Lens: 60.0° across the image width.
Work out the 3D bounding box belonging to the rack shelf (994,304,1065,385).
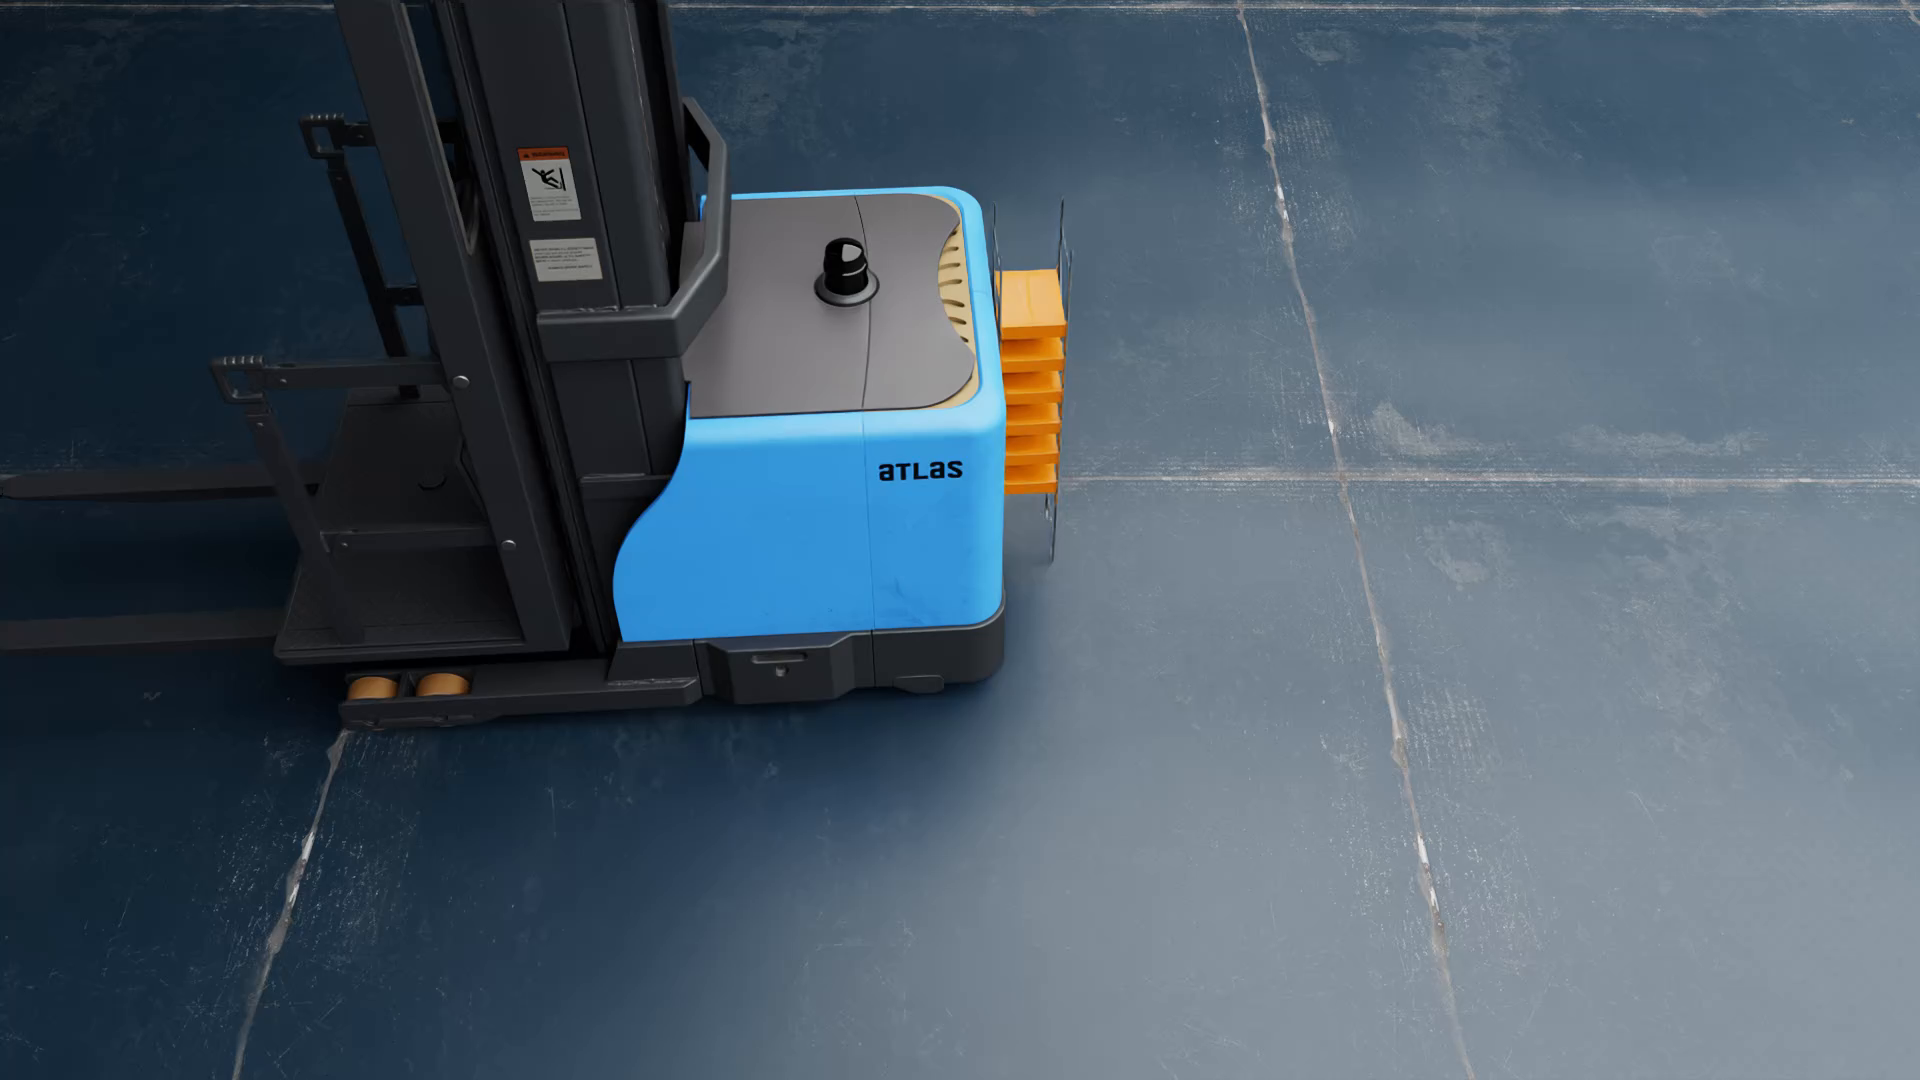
[{"bbox_3d":[0.191,-0.553,4.678,0.180,0.103,0.258,-3,47,-3],"label":"rack shelf"}]

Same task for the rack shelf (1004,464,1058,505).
[{"bbox_3d":[0.191,-0.226,5.029,0.180,0.103,0.258,-3,47,-3],"label":"rack shelf"}]

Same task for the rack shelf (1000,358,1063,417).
[{"bbox_3d":[0.191,-0.471,4.765,0.180,0.103,0.258,-3,47,-3],"label":"rack shelf"}]

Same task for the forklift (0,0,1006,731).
[{"bbox_3d":[-1.411,-0.858,4.046,3.031,2.935,1.130,-3,47,-3],"label":"forklift"}]

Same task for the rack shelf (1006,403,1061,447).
[{"bbox_3d":[0.191,-0.389,4.853,0.180,0.103,0.258,-3,47,-3],"label":"rack shelf"}]

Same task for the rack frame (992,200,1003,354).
[{"bbox_3d":[0.100,-0.415,4.817,0.006,1.200,0.240,-3,47,-3],"label":"rack frame"}]

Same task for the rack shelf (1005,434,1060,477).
[{"bbox_3d":[0.191,-0.307,4.941,0.180,0.103,0.258,-3,47,-3],"label":"rack shelf"}]

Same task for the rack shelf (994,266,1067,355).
[{"bbox_3d":[0.191,-0.634,4.590,0.180,0.103,0.258,-3,47,-3],"label":"rack shelf"}]

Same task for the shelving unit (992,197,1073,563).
[{"bbox_3d":[0.191,-0.419,4.821,0.189,1.200,0.258,-3,47,-3],"label":"shelving unit"}]

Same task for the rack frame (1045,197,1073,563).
[{"bbox_3d":[0.283,-0.424,4.825,0.006,1.200,0.240,-3,47,-3],"label":"rack frame"}]
